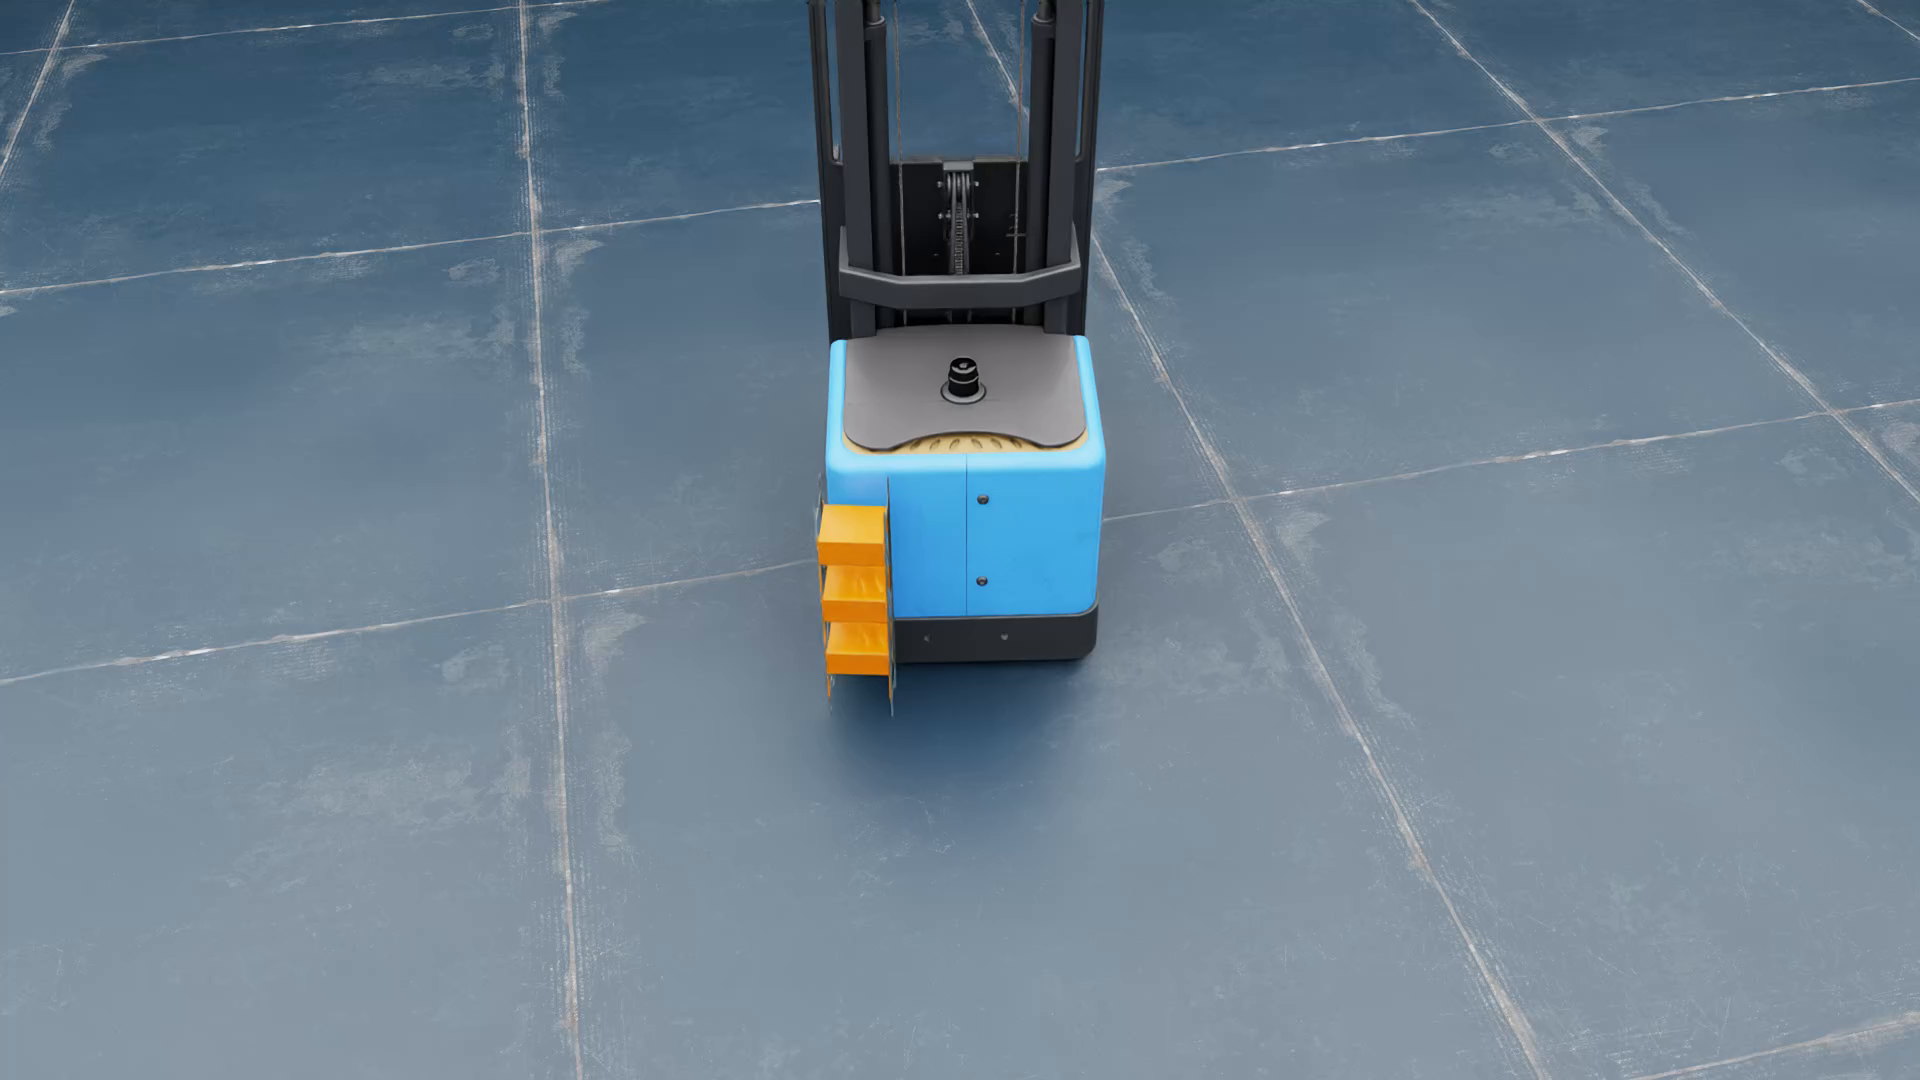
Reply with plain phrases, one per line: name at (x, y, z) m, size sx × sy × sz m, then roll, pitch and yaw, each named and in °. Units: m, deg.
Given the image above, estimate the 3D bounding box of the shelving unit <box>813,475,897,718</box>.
shelving unit at (-0.382, 0.229, 6.201) m, size 0.252 × 1.050 × 0.215 m, roll 1°, pitch 42°, yaw 2°

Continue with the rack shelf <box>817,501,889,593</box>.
rack shelf at (-0.382, 0.025, 6.019) m, size 0.240 × 0.259 × 0.215 m, roll 1°, pitch 42°, yaw 2°

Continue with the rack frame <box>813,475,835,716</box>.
rack frame at (-0.504, 0.226, 6.204) m, size 0.008 × 1.050 × 0.200 m, roll 1°, pitch 42°, yaw 2°

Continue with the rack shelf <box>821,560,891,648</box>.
rack shelf at (-0.382, 0.237, 6.208) m, size 0.240 × 0.259 × 0.215 m, roll 1°, pitch 42°, yaw 2°

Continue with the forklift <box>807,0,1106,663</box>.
forklift at (-0.022, -1.565, 6.805) m, size 1.130 × 2.935 × 3.031 m, roll -1°, pitch 42°, yaw -1°

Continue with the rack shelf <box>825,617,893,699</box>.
rack shelf at (-0.382, 0.445, 6.392) m, size 0.240 × 0.259 × 0.215 m, roll 1°, pitch 42°, yaw 2°

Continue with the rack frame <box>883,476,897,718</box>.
rack frame at (-0.260, 0.232, 6.198) m, size 0.008 × 1.050 × 0.200 m, roll 1°, pitch 42°, yaw 2°
